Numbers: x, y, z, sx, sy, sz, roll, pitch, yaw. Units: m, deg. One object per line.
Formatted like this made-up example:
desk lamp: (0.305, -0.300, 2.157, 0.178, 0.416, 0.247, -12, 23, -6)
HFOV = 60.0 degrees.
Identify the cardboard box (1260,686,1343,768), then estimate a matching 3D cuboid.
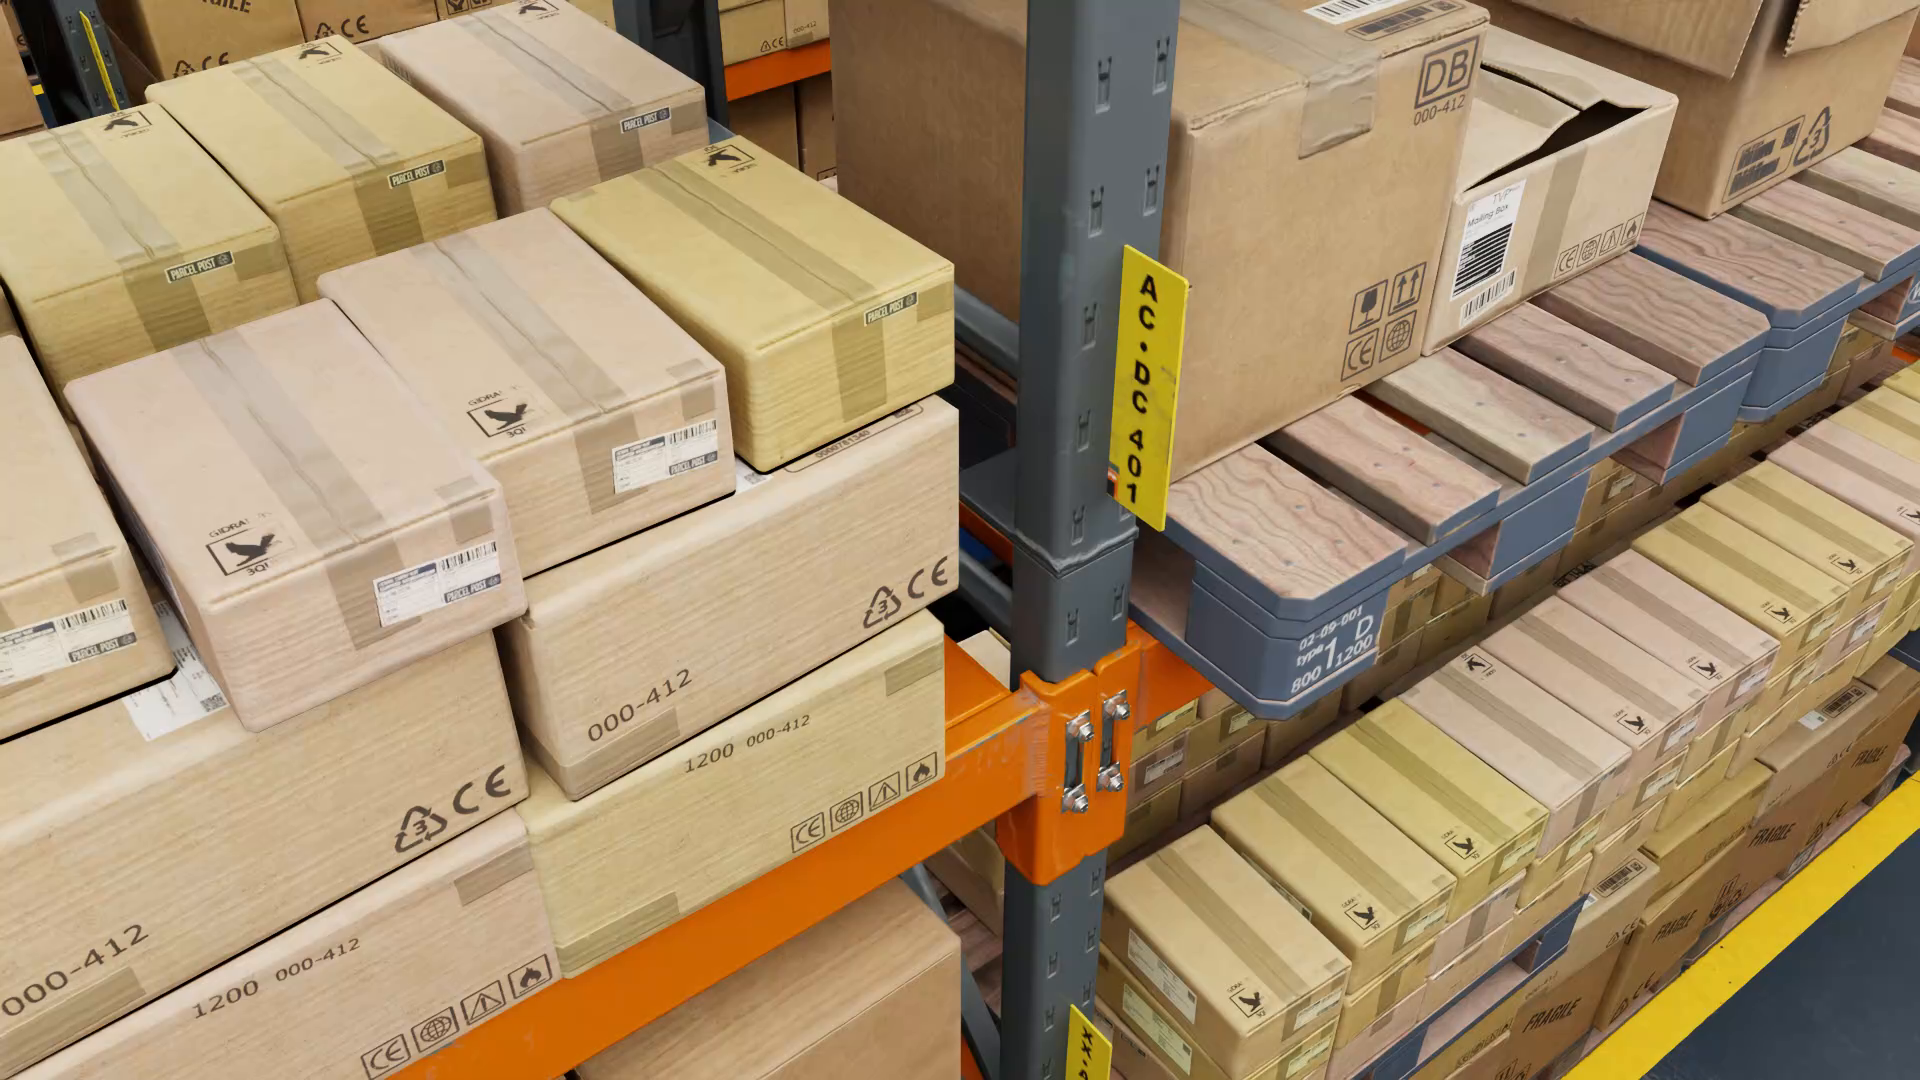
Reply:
cardboard box: (0.659, 0.319, 3.863, 0.250, 0.149, 0.380, -28, 47, -30)

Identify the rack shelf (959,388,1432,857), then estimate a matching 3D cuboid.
rack shelf: (1.448, -0.724, 3.470, 4.000, 0.370, 1.077, -26, 46, -28)

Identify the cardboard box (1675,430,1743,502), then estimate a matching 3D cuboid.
cardboard box: (1.916, -0.296, 4.613, 0.250, 0.149, 0.380, -24, 45, -26)

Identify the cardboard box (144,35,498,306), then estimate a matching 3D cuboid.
cardboard box: (-0.753, -0.440, 1.966, 0.250, 0.149, 0.380, -28, 47, -30)

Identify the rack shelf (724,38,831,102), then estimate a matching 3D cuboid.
rack shelf: (-1.649, -2.015, 7.408, 4.000, 0.370, 1.077, -26, 46, -28)

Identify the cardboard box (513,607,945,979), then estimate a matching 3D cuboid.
cardboard box: (-0.363, 0.154, 1.950, 0.500, 0.250, 0.500, -25, 45, -27)

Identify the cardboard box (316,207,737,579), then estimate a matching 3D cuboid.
cardboard box: (-0.423, -0.153, 1.616, 0.250, 0.149, 0.380, -25, 45, -27)

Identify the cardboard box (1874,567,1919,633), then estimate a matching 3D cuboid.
cardboard box: (2.104, 0.023, 3.990, 0.250, 0.149, 0.380, -26, 46, -28)

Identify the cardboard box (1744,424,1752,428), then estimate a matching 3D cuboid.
cardboard box: (2.104, -0.499, 4.626, 0.250, 0.149, 0.380, -27, 47, -29)

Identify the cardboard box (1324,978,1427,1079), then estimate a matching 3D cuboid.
cardboard box: (0.671, 0.834, 3.235, 0.250, 0.149, 0.380, -25, 46, -27)

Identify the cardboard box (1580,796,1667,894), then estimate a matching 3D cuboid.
cardboard box: (1.273, 0.544, 3.588, 0.250, 0.149, 0.380, -28, 47, -30)

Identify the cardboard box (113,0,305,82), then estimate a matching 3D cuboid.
cardboard box: (-2.711, -1.971, 5.920, 0.500, 0.500, 0.500, -25, 46, -28)

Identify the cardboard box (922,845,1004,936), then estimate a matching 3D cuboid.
cardboard box: (0.056, 0.612, 3.506, 0.250, 0.149, 0.380, -27, 46, -29)

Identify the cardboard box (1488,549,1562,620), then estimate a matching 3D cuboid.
cardboard box: (1.298, 0.004, 4.247, 0.250, 0.149, 0.380, -28, 47, -29)

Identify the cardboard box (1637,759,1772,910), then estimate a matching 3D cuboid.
cardboard box: (1.845, 0.684, 4.600, 0.500, 0.250, 0.500, -25, 45, -27)

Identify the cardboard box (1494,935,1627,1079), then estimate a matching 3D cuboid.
cardboard box: (1.435, 1.168, 4.601, 0.500, 0.500, 0.500, -25, 46, -27)

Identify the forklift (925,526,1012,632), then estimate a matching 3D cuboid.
forklift: (0.519, -1.389, 6.132, 3.031, 2.935, 1.130, -23, 45, -25)

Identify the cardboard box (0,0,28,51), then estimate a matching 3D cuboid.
cardboard box: (-5.742, -3.284, 10.028, 0.500, 0.500, 0.500, -24, 45, -26)

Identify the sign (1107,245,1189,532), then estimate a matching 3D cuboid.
sign: (0.199, -0.159, 1.806, 0.005, 0.325, 0.100, -26, 46, -28)

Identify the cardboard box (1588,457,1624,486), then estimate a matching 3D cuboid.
cardboard box: (1.508, -0.321, 4.174, 0.250, 0.149, 0.380, -25, 45, -27)

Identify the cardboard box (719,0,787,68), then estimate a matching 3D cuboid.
cardboard box: (-1.110, -2.290, 7.295, 0.500, 0.250, 0.500, -26, 46, -29)

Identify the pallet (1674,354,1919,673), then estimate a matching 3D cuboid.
pallet: (2.533, -0.212, 4.795, 1.003, 0.211, 1.213, -26, 46, -28)

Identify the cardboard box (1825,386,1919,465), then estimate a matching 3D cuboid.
cardboard box: (2.306, -0.189, 4.013, 0.250, 0.149, 0.380, -25, 45, -27)

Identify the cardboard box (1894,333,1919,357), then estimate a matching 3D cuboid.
cardboard box: (3.227, -0.963, 5.480, 0.500, 0.500, 0.500, -26, 46, -28)

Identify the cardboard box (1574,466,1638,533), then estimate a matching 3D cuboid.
cardboard box: (1.508, -0.212, 4.275, 0.250, 0.149, 0.380, -26, 46, -28)

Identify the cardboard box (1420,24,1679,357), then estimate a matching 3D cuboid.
cardboard box: (0.687, -0.592, 2.480, 0.500, 0.311, 0.500, -27, 46, -29)

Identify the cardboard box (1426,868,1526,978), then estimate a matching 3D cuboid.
cardboard box: (0.863, 0.628, 3.252, 0.250, 0.149, 0.380, -25, 45, -27)

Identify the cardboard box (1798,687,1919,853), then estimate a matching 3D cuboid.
cardboard box: (2.671, 0.574, 5.325, 0.500, 0.500, 0.500, -26, 46, -28)

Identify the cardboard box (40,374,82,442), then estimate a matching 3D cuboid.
cardboard box: (-1.064, -0.109, 1.877, 0.500, 0.250, 0.500, -26, 46, -28)

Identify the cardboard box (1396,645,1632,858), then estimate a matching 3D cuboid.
cardboard box: (1.076, 0.410, 3.283, 0.250, 0.149, 0.380, -27, 46, -29)

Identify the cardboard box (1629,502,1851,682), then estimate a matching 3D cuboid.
cardboard box: (1.691, 0.108, 3.651, 0.250, 0.149, 0.380, -25, 45, -27)

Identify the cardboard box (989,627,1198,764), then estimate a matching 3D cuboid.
cardboard box: (0.274, 0.278, 3.445, 0.250, 0.149, 0.380, -27, 47, -29)

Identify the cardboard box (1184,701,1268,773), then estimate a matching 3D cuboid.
cardboard box: (0.464, 0.300, 3.651, 0.250, 0.149, 0.380, -24, 45, -26)

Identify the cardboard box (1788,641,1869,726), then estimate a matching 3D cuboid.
cardboard box: (1.902, 0.234, 3.967, 0.250, 0.149, 0.380, -25, 45, -27)

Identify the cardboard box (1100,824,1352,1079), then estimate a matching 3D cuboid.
cardboard box: (0.454, 0.714, 2.912, 0.250, 0.149, 0.380, -24, 45, -26)

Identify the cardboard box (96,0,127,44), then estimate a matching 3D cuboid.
cardboard box: (-3.033, -2.244, 6.253, 0.500, 0.500, 0.500, -24, 45, -27)

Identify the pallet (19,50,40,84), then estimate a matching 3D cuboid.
pallet: (-5.640, -3.270, 10.570, 1.213, 0.211, 1.003, -26, 46, -28)

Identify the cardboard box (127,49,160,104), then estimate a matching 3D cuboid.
cardboard box: (-2.714, -1.683, 6.161, 0.500, 0.250, 0.500, -27, 47, -29)

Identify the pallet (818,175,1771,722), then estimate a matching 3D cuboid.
pallet: (0.416, -0.342, 2.585, 1.003, 0.211, 1.213, -26, 46, -28)

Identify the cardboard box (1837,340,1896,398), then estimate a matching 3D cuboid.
cardboard box: (2.556, -0.609, 4.995, 0.250, 0.149, 0.380, -27, 46, -29)

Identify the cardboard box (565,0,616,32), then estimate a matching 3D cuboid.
cardboard box: (-1.502, -2.277, 6.885, 0.500, 0.250, 0.500, -27, 47, -29)

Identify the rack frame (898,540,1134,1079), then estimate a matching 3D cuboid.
rack frame: (-0.138, 0.930, 3.251, 0.127, 3.000, 1.000, -26, 46, -28)

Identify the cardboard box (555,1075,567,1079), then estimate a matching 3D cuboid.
cardboard box: (-0.753, 0.910, 2.174, 0.500, 0.500, 0.500, -27, 47, -29)

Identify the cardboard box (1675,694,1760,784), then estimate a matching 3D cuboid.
cardboard box: (1.492, 0.320, 3.628, 0.250, 0.149, 0.380, -27, 46, -29)
